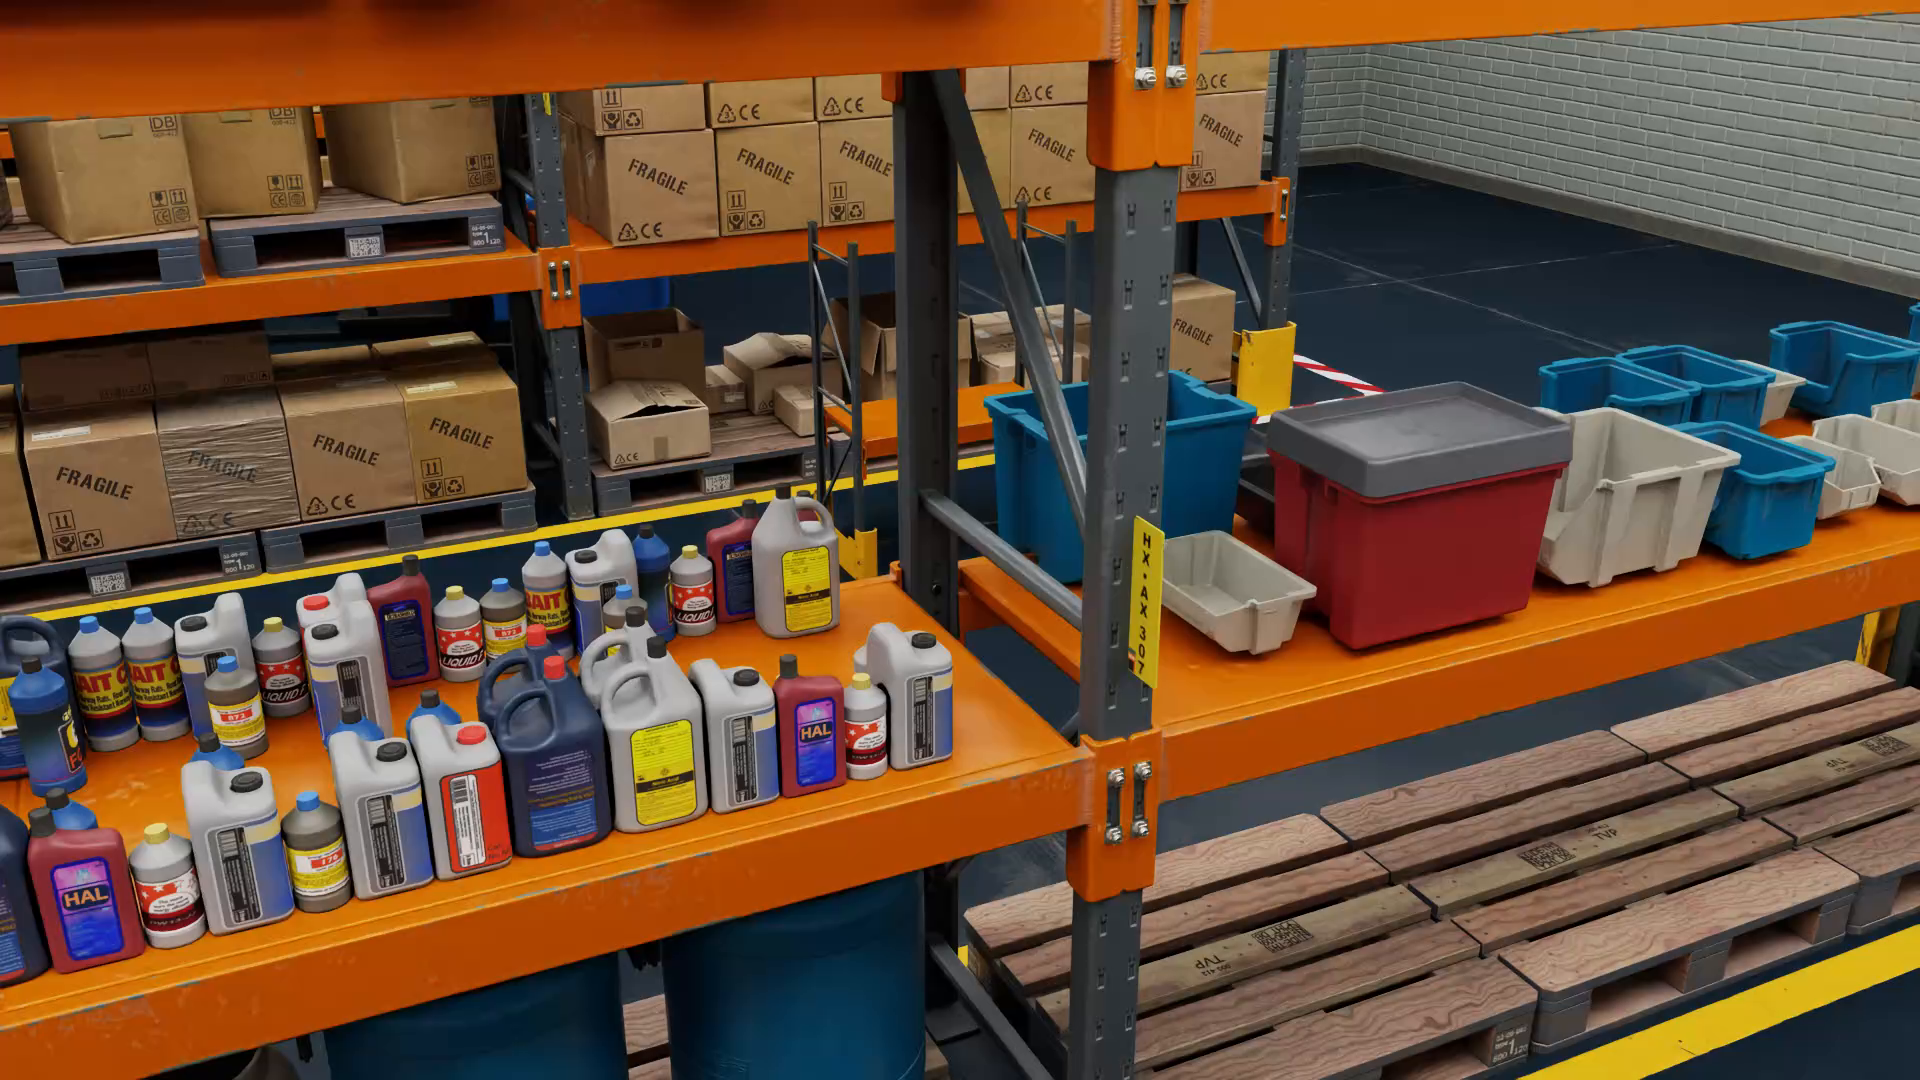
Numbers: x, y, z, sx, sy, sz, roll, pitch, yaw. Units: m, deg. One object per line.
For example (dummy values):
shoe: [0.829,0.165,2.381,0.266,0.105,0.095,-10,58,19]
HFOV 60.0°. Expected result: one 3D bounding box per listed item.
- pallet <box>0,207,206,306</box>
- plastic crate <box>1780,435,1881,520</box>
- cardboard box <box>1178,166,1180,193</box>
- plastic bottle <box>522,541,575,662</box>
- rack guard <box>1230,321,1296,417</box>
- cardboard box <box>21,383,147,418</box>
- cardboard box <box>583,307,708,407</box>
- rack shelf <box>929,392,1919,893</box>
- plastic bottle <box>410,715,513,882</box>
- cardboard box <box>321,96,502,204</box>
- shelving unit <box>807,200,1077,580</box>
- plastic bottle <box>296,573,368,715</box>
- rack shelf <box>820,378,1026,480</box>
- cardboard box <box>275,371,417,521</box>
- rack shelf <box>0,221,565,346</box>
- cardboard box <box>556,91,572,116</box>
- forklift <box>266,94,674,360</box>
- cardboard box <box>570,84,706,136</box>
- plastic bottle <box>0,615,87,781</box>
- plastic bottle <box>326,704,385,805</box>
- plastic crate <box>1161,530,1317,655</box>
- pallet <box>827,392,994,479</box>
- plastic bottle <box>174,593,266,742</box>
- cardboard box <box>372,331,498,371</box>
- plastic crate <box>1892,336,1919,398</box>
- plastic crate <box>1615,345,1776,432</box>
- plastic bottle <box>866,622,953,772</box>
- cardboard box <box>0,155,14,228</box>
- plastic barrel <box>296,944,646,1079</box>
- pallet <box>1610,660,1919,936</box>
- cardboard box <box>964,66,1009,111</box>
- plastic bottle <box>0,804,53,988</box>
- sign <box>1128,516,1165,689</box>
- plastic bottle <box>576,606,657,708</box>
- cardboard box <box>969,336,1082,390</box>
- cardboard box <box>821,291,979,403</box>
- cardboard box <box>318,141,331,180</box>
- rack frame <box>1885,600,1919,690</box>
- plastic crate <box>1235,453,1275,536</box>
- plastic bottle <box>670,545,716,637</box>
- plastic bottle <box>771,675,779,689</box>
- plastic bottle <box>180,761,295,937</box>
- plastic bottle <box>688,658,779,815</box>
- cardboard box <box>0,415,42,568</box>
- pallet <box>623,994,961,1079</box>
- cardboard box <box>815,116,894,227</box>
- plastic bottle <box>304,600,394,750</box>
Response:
pallet: [-3.881,-1.221,7.029,1.213,0.211,1.003,-10,25,-24]
plastic crate: [2.299,-0.160,4.481,0.250,0.136,0.298,-10,25,-24]
cardboard box: [0.826,-2.104,8.779,0.500,0.500,0.500,-10,25,-23]
plastic bottle: [-0.911,0.134,3.673,0.097,0.271,0.097,0,22,0]
rack guard: [1.509,-1.145,9.863,0.348,0.500,1.175,-10,25,-24]
cardboard box: [-3.954,-0.445,7.596,0.500,0.500,0.500,-11,25,-26]
cardboard box: [-1.637,-0.890,8.671,0.500,0.500,0.500,-10,25,-24]
rack shelf: [1.920,0.059,4.626,4.000,0.370,1.077,-10,25,-24]
plastic bottle: [-0.881,0.437,2.935,0.135,0.276,0.152,-10,25,-24]
cardboard box: [-2.551,-1.888,7.709,0.700,0.500,0.500,21,30,41]
shelving unit: [-0.069,-0.680,7.433,1.083,1.500,0.587,-10,25,-24]
plastic bottle: [-1.299,0.215,3.471,0.135,0.276,0.152,-10,25,-24]
rack shelf: [-0.077,-0.513,7.498,1.000,0.185,0.538,-10,25,-24]
cardboard box: [-2.797,-0.438,7.579,0.500,0.500,0.500,-10,25,-23]
rack shelf: [-3.829,-0.985,7.149,4.000,0.370,1.077,-10,25,-24]
cardboard box: [-1.684,-2.331,8.020,0.500,0.500,0.500,-10,25,-23]
forklift: [-3.375,-2.583,10.157,3.031,2.935,1.130,-3,23,-8]
cardboard box: [-1.481,-2.139,7.557,0.500,0.500,0.500,-10,24,-22]
plastic bottle: [-1.829,0.276,3.225,0.185,0.351,0.144,-10,25,-24]
plastic bottle: [-1.073,0.421,2.979,0.097,0.271,0.097,0,22,0]
plastic crate: [0.599,0.125,3.793,0.243,0.136,0.396,-10,25,-24]
pallet: [-0.307,-0.678,9.113,1.213,0.211,1.003,-10,25,-24]
plastic bottle: [-1.508,0.253,3.378,0.135,0.276,0.152,-10,25,-24]
cardboard box: [-2.569,-0.701,8.215,0.500,0.500,0.500,-12,25,-26]
plastic crate: [3.032,-0.559,5.444,0.298,0.136,0.250,-10,25,-24]
plastic crate: [2.170,-0.410,4.958,0.300,0.233,0.416,-10,25,-24]
plastic bottle: [-0.097,0.293,3.284,0.135,0.276,0.152,-10,25,-24]
cardboard box: [-4.206,-1.455,6.664,0.500,0.500,0.700,-6,23,-14]
plastic barrel: [-1.018,1.036,3.520,0.708,0.901,0.600,-10,25,-24]
pallet: [2.962,0.807,5.525,1.213,0.211,1.003,-10,25,-24]
cardboard box: [-0.088,-2.395,8.177,0.500,0.500,0.500,-10,24,-22]
plastic bottle: [-1.561,0.529,2.614,0.185,0.351,0.144,-10,25,-24]
sign: [0.355,0.120,3.175,0.005,0.325,0.100,-10,25,-24]
plastic bottle: [-0.631,0.297,3.176,0.185,0.351,0.144,-10,25,-24]
cardboard box: [0.325,-0.923,9.078,0.500,0.250,0.500,-10,25,-24]
cardboard box: [-0.337,-1.013,8.963,0.637,0.503,0.797,-10,25,-24]
cardboard box: [-4.708,-2.404,11.897,0.750,0.750,0.750,-10,25,-23]
rack frame: [3.722,-0.605,5.290,0.127,3.000,1.000,-10,25,-24]
plastic crate: [1.010,-0.120,4.400,0.590,0.125,0.437,-10,25,-24]
plastic bottle: [-0.614,0.112,3.818,0.097,0.201,0.097,0,22,0]
plastic bottle: [-0.336,0.357,3.226,0.097,0.201,0.097,0,22,0]
plastic bottle: [-1.211,0.498,2.788,0.135,0.276,0.152,-10,25,-24]
plastic bottle: [-0.426,0.353,3.137,0.135,0.276,0.152,-10,25,-24]
cardboard box: [-4.174,-0.181,6.959,0.500,0.500,0.500,-11,25,-24]
pallet: [-0.596,1.460,3.946,1.213,0.211,1.003,-10,25,-24]
cardboard box: [-0.538,-1.854,8.177,0.500,0.500,0.500,-11,25,-24]
plastic bottle: [-1.233,0.267,3.345,0.135,0.276,0.152,-10,25,-24]
